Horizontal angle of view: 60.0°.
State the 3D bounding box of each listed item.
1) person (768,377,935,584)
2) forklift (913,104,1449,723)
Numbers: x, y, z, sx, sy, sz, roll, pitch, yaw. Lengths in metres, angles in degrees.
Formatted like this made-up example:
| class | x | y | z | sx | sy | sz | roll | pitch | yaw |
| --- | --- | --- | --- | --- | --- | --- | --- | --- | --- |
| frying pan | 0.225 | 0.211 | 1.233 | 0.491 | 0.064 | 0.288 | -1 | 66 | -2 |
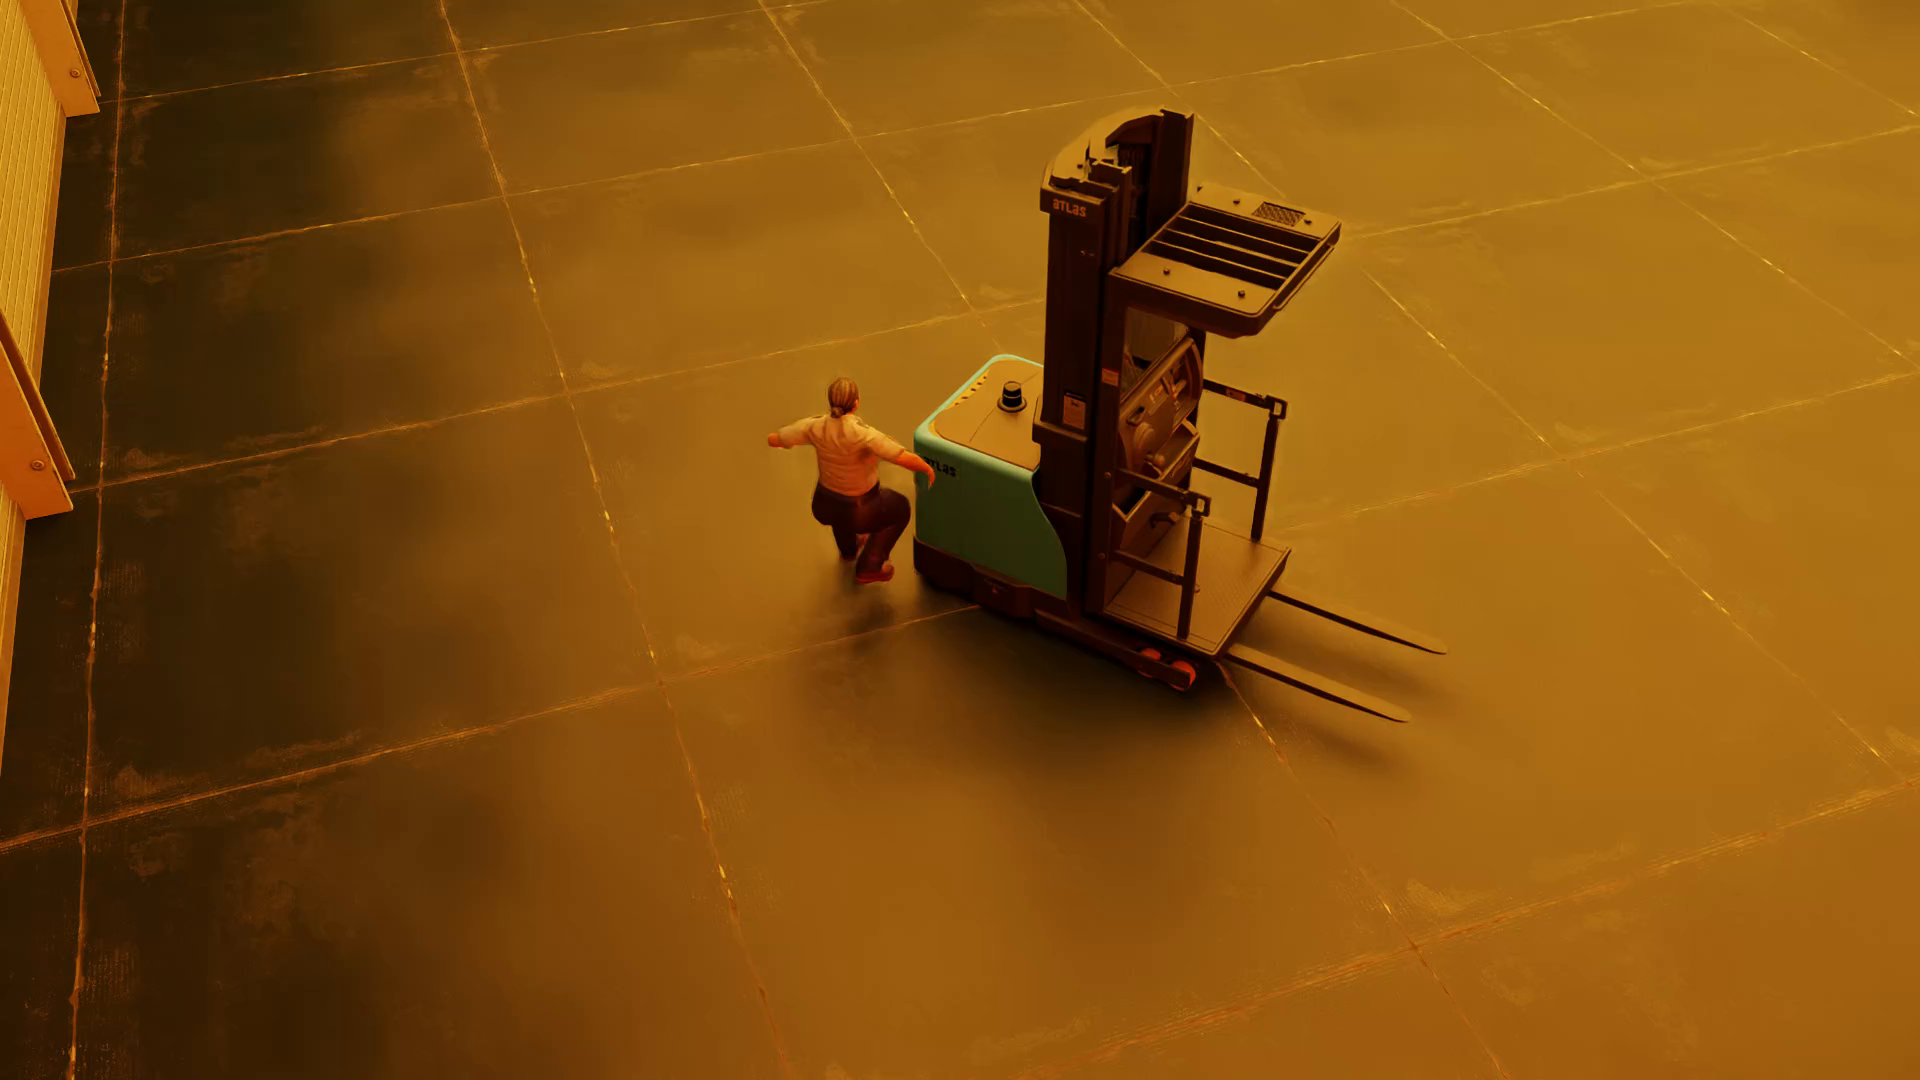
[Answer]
| class | x | y | z | sx | sy | sz | roll | pitch | yaw |
| --- | --- | --- | --- | --- | --- | --- | --- | --- | --- |
| person | -0.569 | -0.373 | 9.523 | 0.957 | 1.532 | 0.705 | 18 | 43 | 20 |
| forklift | 1.248 | -0.679 | 8.805 | 3.031 | 2.935 | 1.130 | 21 | 45 | 24 |
